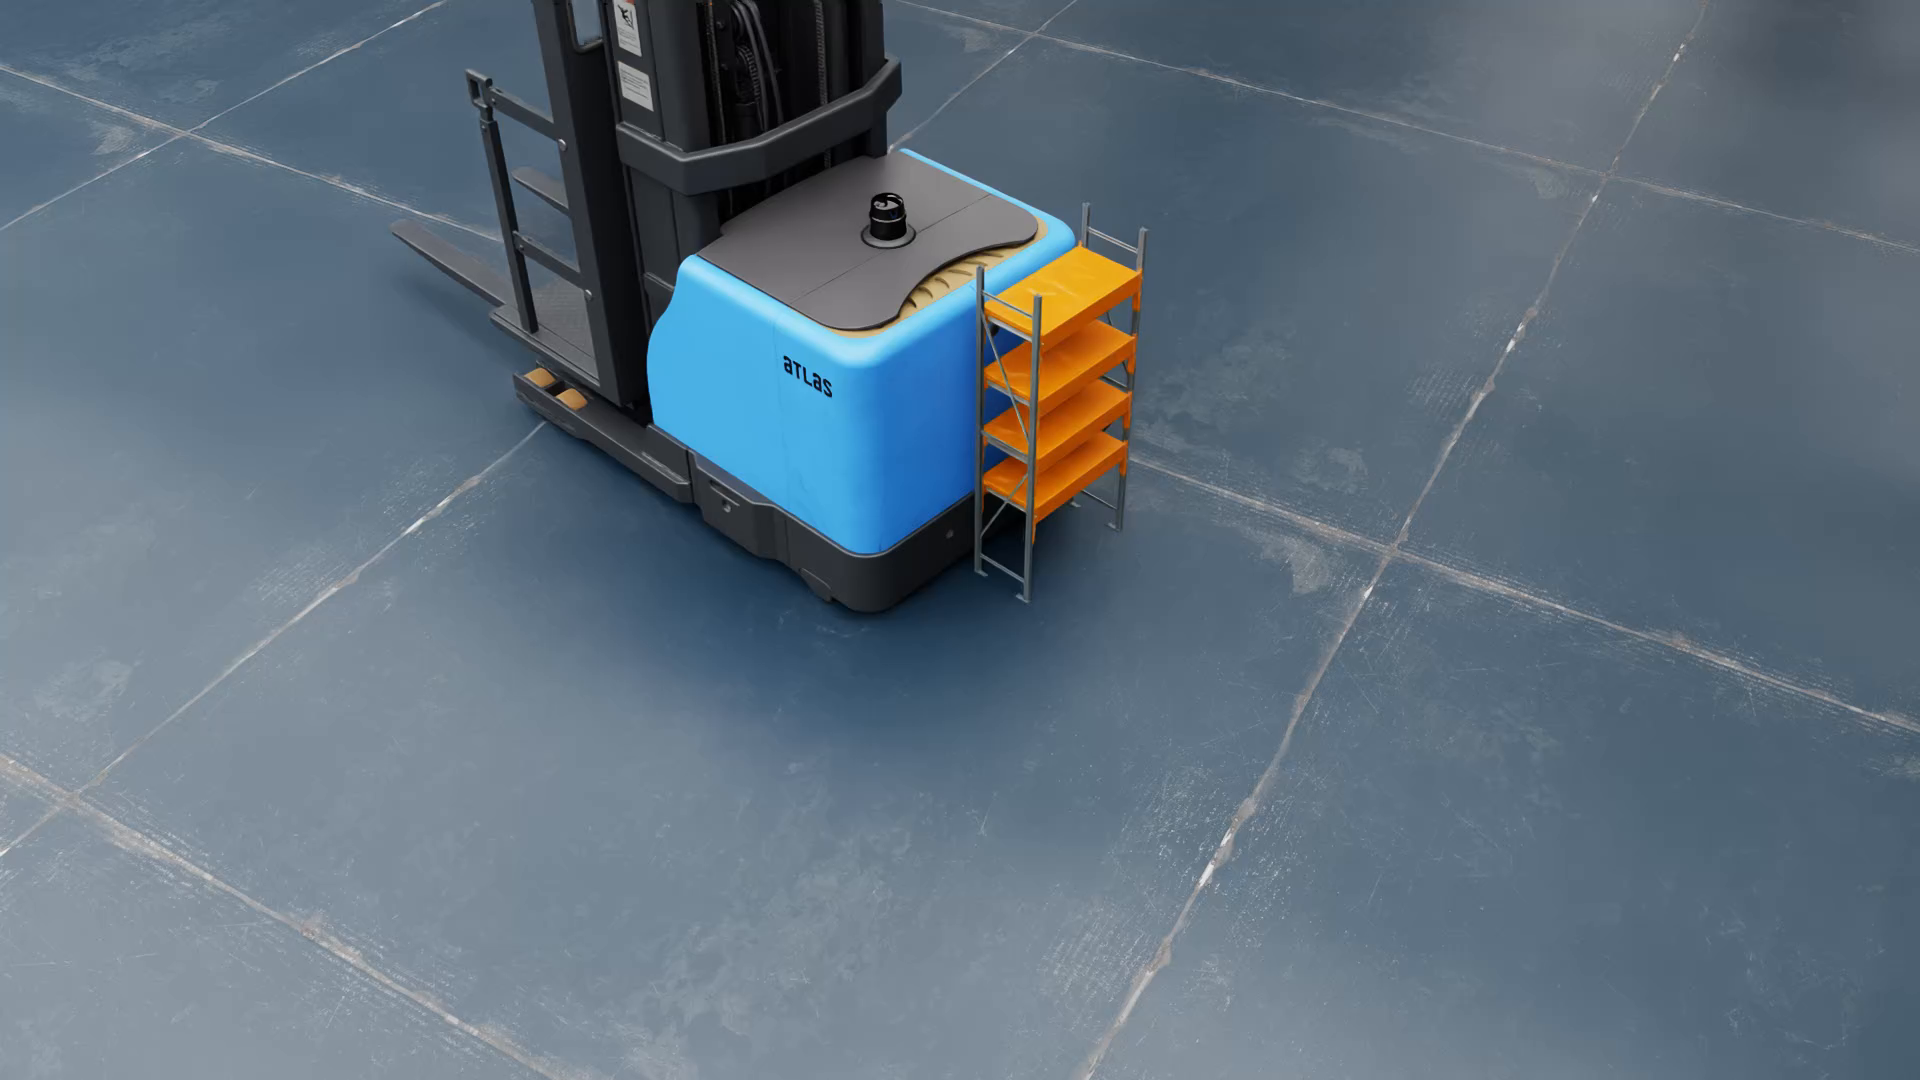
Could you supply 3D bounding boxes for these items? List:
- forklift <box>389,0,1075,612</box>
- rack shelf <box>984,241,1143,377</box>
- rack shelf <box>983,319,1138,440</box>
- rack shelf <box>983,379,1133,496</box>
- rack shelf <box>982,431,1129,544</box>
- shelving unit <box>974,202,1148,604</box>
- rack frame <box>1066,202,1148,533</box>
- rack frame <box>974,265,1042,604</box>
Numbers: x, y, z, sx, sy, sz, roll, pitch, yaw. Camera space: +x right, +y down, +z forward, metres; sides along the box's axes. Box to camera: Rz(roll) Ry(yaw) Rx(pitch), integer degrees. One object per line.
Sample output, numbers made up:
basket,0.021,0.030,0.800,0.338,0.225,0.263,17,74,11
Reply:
forklift,-1.038,-1.718,5.484,3.031,2.935,1.130,32,50,31
rack shelf,0.306,-0.708,5.052,0.258,0.148,0.480,31,50,30
rack shelf,0.306,-0.531,5.208,0.258,0.148,0.480,31,50,30
rack shelf,0.306,-0.363,5.356,0.258,0.148,0.480,31,50,30
rack shelf,0.306,-0.214,5.487,0.258,0.148,0.480,31,50,30
shelving unit,0.306,-0.413,5.311,0.258,1.200,0.503,31,50,30
rack frame,0.471,-0.532,5.446,0.240,1.200,0.015,31,50,30
rack frame,0.141,-0.294,5.176,0.240,1.200,0.015,31,50,30
